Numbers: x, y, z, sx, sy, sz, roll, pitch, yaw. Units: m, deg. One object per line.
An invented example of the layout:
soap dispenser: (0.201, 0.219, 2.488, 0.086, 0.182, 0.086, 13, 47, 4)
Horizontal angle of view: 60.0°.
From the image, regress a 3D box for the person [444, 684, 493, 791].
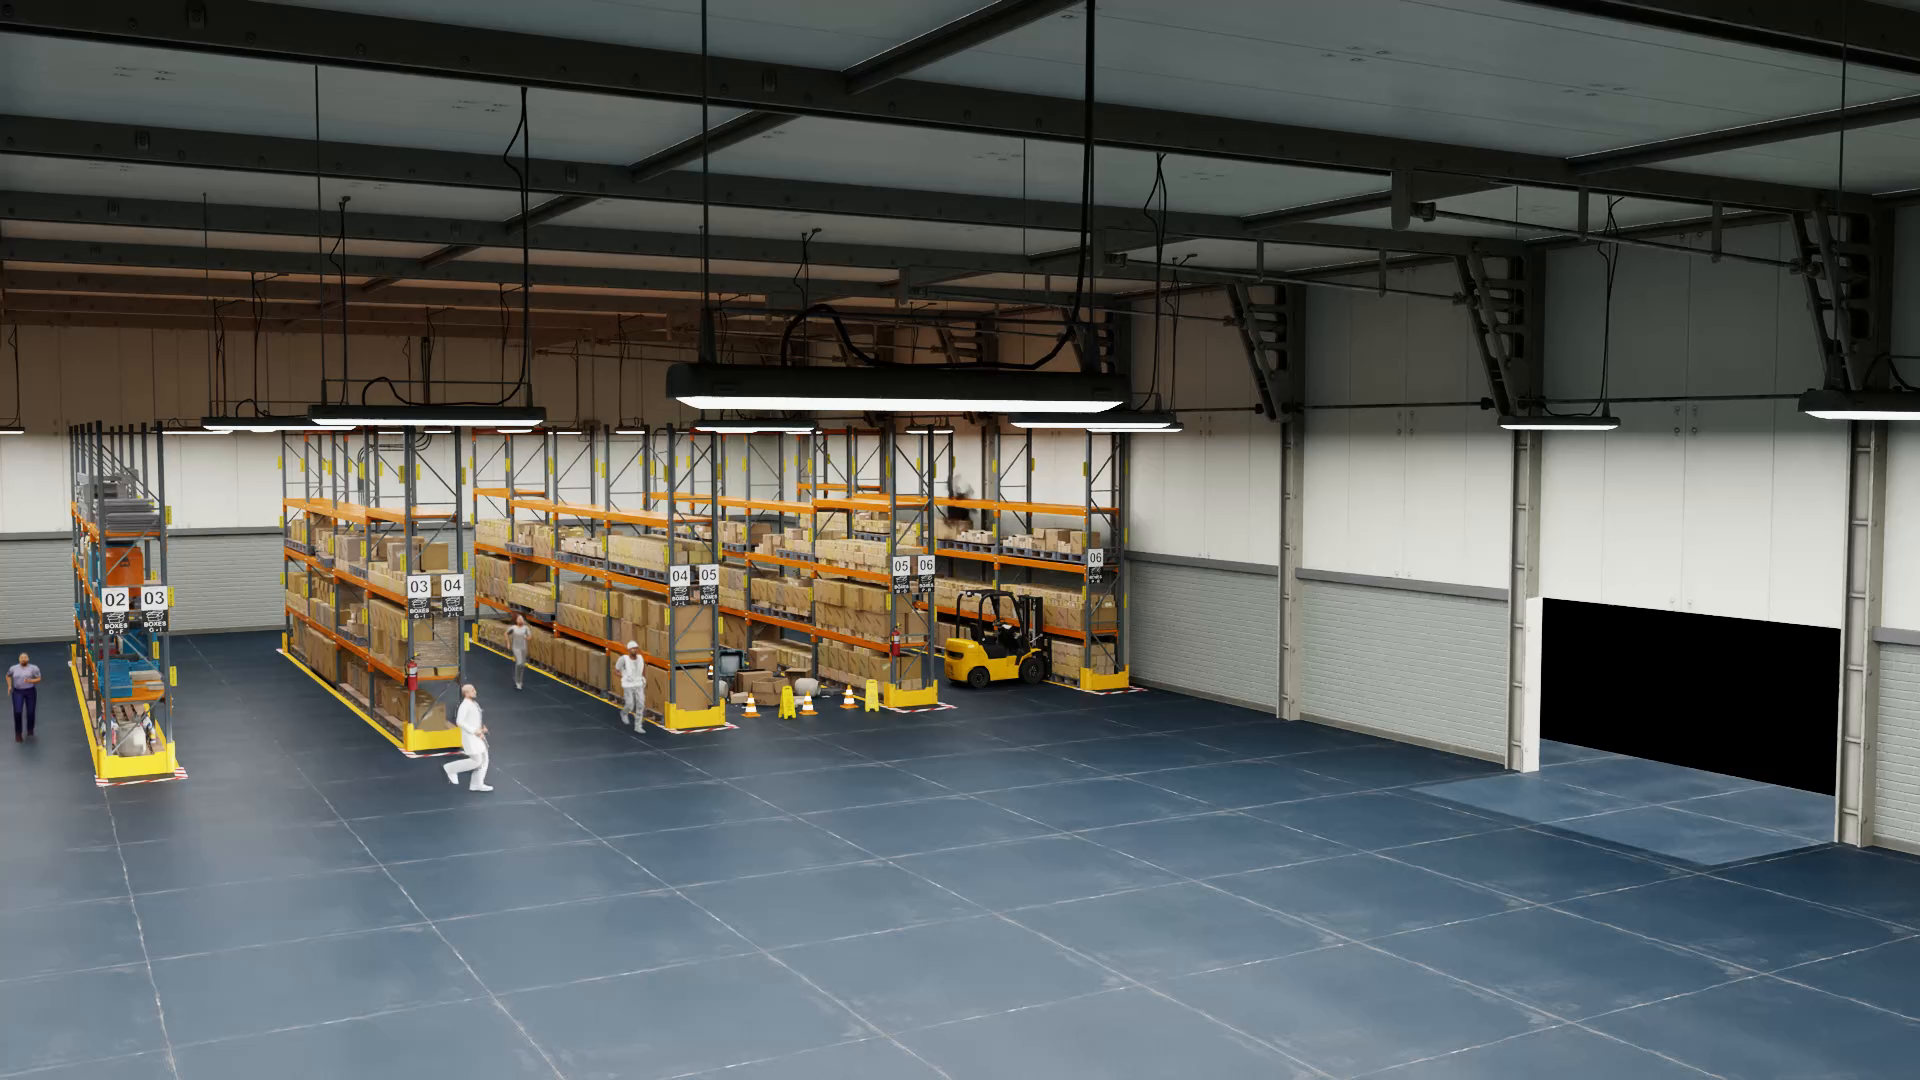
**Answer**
person: (-7.946, 3.198, 26.879, 0.756, 1.743, 0.711, 0, 4, -4)

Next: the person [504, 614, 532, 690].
person: (-10.065, 2.542, 37.975, 0.531, 1.720, 0.738, -3, 4, -37)

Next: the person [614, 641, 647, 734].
person: (-6.391, 2.852, 32.390, 0.722, 1.774, 0.814, -3, 4, -36)

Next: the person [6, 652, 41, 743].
person: (-17.692, 2.964, 31.447, 0.577, 1.707, 0.741, -2, 4, -31)
